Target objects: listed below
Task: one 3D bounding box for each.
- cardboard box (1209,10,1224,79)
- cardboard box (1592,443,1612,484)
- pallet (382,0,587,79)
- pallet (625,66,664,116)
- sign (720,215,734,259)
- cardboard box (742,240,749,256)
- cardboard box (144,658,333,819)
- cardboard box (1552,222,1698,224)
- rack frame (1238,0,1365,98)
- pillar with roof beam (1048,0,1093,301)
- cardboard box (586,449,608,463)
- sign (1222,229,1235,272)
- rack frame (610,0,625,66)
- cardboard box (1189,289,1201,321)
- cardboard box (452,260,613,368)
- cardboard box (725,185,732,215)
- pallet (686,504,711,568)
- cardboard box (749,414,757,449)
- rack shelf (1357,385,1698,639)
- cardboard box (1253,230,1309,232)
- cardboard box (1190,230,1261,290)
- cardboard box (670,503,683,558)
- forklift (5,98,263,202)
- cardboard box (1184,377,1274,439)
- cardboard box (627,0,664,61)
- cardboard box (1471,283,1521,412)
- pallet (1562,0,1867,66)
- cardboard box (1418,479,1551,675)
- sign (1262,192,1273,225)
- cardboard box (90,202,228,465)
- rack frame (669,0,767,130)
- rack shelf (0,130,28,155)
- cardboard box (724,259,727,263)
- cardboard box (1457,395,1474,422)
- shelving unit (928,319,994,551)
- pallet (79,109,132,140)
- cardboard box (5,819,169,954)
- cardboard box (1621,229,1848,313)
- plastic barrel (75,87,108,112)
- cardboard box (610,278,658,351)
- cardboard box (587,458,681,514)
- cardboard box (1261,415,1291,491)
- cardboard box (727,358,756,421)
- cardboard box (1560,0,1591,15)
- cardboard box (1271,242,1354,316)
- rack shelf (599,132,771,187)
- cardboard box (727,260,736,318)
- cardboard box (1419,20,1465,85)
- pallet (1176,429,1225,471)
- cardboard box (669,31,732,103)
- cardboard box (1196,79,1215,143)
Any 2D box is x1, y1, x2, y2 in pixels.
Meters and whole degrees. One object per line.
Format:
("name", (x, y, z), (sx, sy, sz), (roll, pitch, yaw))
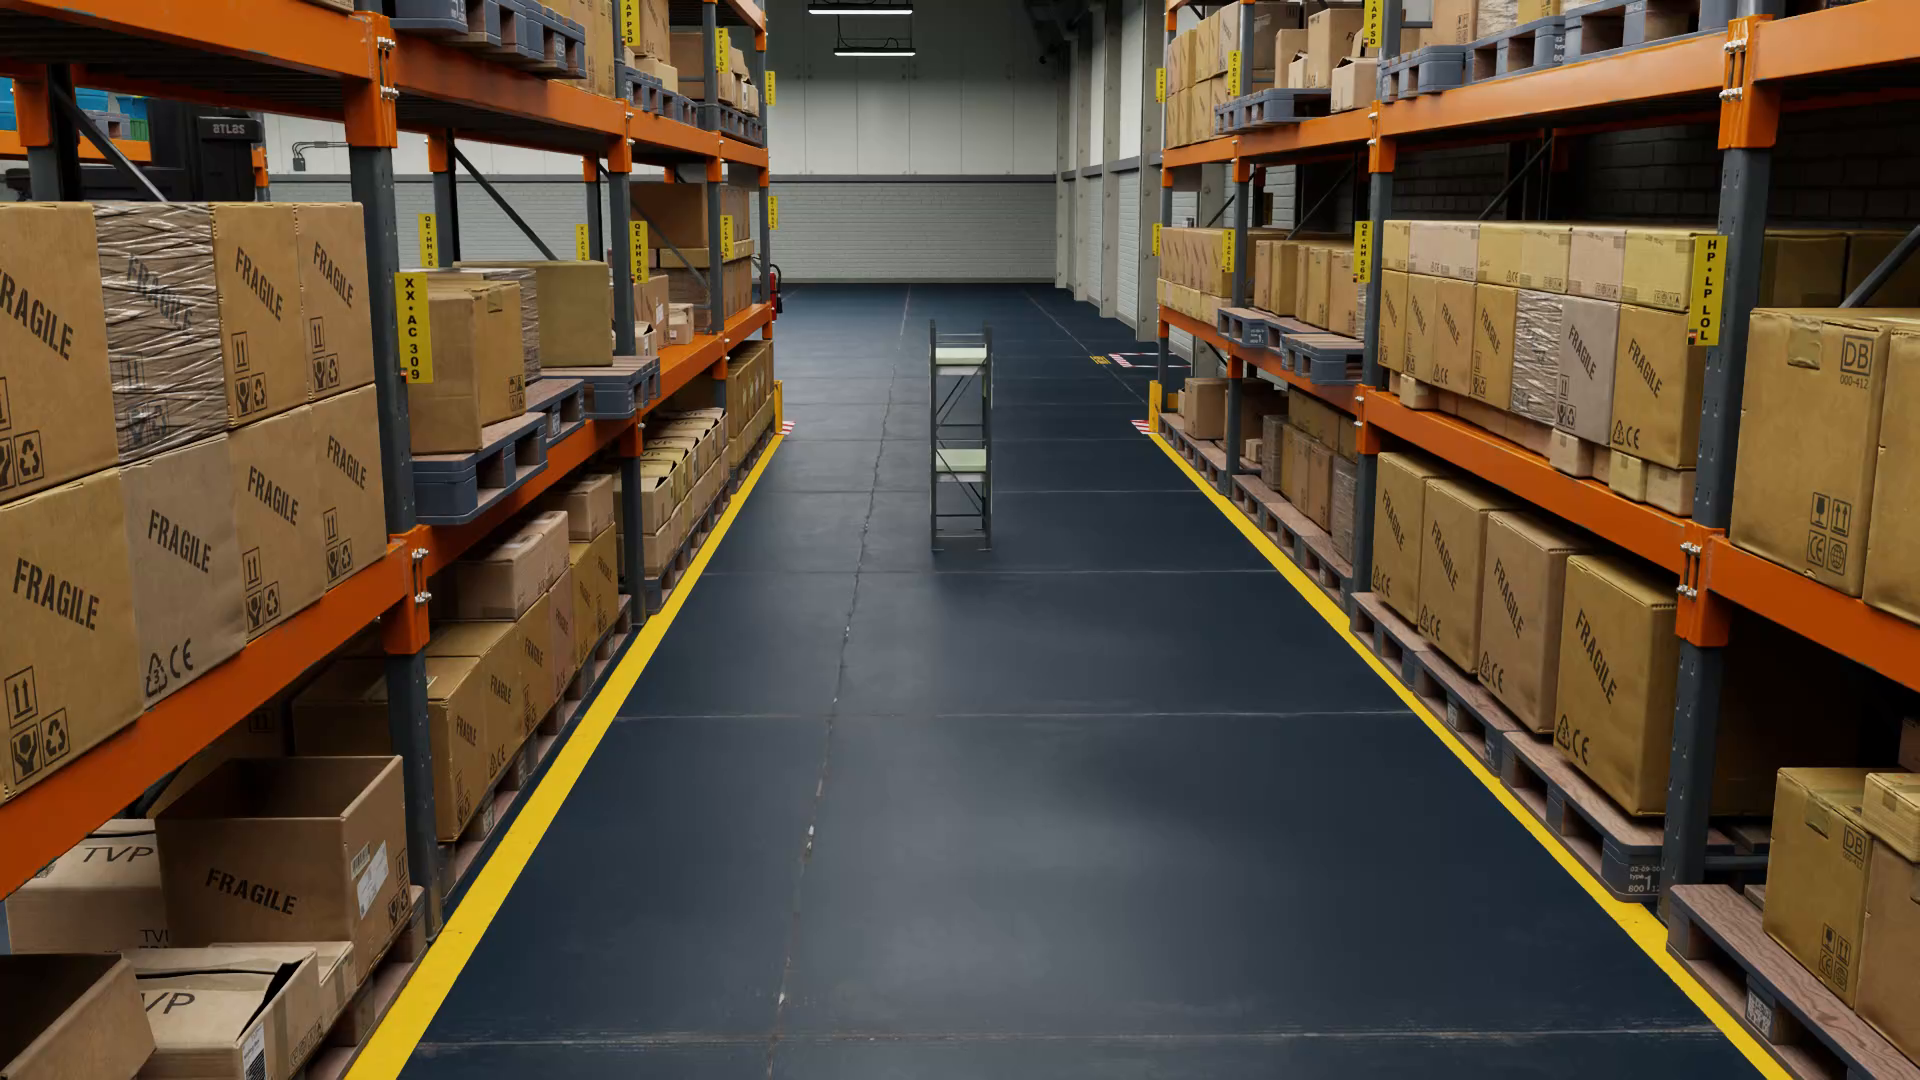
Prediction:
("cardboard box", (2.316, -4.039, 13.564), (0.500, 0.500, 0.500), (0, 11, 2))
("cardboard box", (2.506, -0.277, 5.960), (0.380, 0.149, 0.250), (0, 11, 1))
("pallet", (-2.136, -1.915, 6.383), (1.213, 0.211, 1.003), (0, 11, -1))
("pallet", (-2.354, -2.508, 9.309), (1.213, 0.211, 1.003), (0, 11, 1))
("sign", (-1.791, -2.324, 12.758), (0.100, 0.325, 0.005), (0, 11, -1))
("cardboard box", (-2.205, -2.775, 15.812), (0.380, 0.149, 0.250), (0, 11, -2))
("cardboard box", (-2.465, 0.711, 5.689), (0.500, 0.500, 0.500), (0, 11, -1))
("cardboard box", (2.985, -1.295, 7.464), (0.500, 0.250, 0.500), (-1, 11, -3))
("rack frame", (2.619, -4.753, 12.352), (1.000, 3.000, 0.127), (0, 11, -1))
("pillar with roof beam", (-1.384, -10.165, 39.032), (9.100, 9.000, 0.548), (0, 11, -1))
("cardboard box", (-2.532, -0.436, 10.613), (0.500, 0.311, 0.500), (0, 11, -2))
("sign", (2.077, -2.233, 12.844), (0.100, 0.325, 0.005), (0, 11, -1))
("rack frame", (-2.251, -3.936, 8.329), (1.000, 3.000, 0.127), (0, 11, -1))
("cardboard box", (2.279, -2.041, 14.401), (0.500, 0.250, 0.500), (0, 11, -1))
("cardboard box", (-2.125, -1.126, 8.259), (0.700, 0.500, 0.500), (-4, 12, -20))
("cardboard box", (-2.380, -2.864, 14.616), (0.700, 0.500, 0.500), (0, 11, -1))
("pallet", (-2.251, -0.035, 11.203), (1.003, 0.211, 1.213), (0, 11, -1))
("cardboard box", (-2.050, -0.942, 14.517), (0.500, 0.250, 0.500), (0, 11, -1))
("rack shelf", (2.743, -0.267, 7.141), (1.077, 0.370, 4.000), (0, 11, -1))
("cardboard box", (2.807, -2.413, 14.347), (0.500, 0.500, 0.500), (0, 11, 0))
("cardboard box", (2.285, -2.408, 14.327), (0.500, 0.500, 0.500), (-1, 11, -3))
("cardboard box", (-1.979, -0.060, 10.169), (0.500, 0.250, 0.500), (-1, 11, -3))
("forklift", (-5.067, -1.201, 10.105), (3.031, 2.935, 1.130), (-9, 15, -38))
("cardboard box", (2.438, -1.201, 15.115), (0.700, 0.500, 0.500), (-1, 12, -5))
("cardboard box", (-2.325, -3.525, 11.283), (0.500, 0.500, 0.500), (1, 12, 4))
("cardboard box", (2.485, -0.818, 6.997), (0.500, 0.500, 0.500), (0, 11, 0))
("pallet", (2.716, -1.781, 5.728), (0.805, 0.209, 1.217), (-1, 11, -3))
("cardboard box", (2.598, 0.151, 7.620), (0.750, 0.750, 0.750), (0, 11, -1))
("sign", (3.092, -3.328, 16.713), (0.100, 0.325, 0.005), (0, 11, -1))
("cardboard box", (-1.875, -0.439, 3.411), (0.500, 0.500, 0.500), (0, 11, -1))
("rack frame", (-2.416, -5.527, 16.168), (1.000, 3.000, 0.127), (0, 11, -1))
("rack shelf", (-7.244, -2.492, 10.562), (1.077, 0.370, 4.000), (0, 11, -1))
("cardboard box", (-2.167, -2.416, 14.039), (0.380, 0.149, 0.250), (-1, 11, -3))
("cardboard box", (2.537, -0.633, 7.718), (0.380, 0.149, 0.250), (0, 11, 0))
("shelving unit", (0.000, -0.736, 11.417), (0.431, 1.500, 0.755), (0, 11, -1))
("pallet", (-7.398, -3.292, 13.174), (1.213, 0.211, 1.003), (0, 11, -1))
("cardboard box", (-2.375, 0.985, 4.814), (0.500, 0.311, 0.500), (0, 11, -1))
("cardboard box", (2.519, -0.886, 5.447), (0.500, 0.250, 0.500), (0, 11, 0))
("plastic barrel", (-7.199, -3.892, 13.336), (0.600, 0.901, 0.708), (0, 11, -1))
("cardboard box", (-2.312, -1.483, 11.075), (0.500, 0.500, 0.500), (0, 11, -1))
("cardboard box", (-1.987, -0.339, 10.135), (0.500, 0.311, 0.500), (-1, 11, -3))
("cardboard box", (2.651, -0.657, 12.433), (0.700, 0.500, 0.500), (0, 11, 1))
("cardboard box", (-2.051, -1.309, 14.442), (0.500, 0.500, 0.500), (0, 11, -1))
("cardboard box", (2.854, -2.343, 6.659), (0.700, 0.500, 0.500), (0, 11, -1))
("cardboard box", (2.600, -1.865, 11.848), (0.700, 0.500, 0.500), (1, 12, 5))
("rack shelf", (-2.375, -3.306, 14.578), (1.077, 0.370, 4.000), (0, 11, -1))
("cardboard box", (-2.384, -2.235, 14.780), (0.700, 0.500, 0.500), (0, 11, 1))
("cardboard box", (2.917, -2.690, 9.430), (0.500, 0.500, 0.500), (0, 11, -1))
("pallet", (2.542, -0.822, 15.082), (1.003, 0.211, 1.213), (0, 11, -1))
("cardboard box", (-2.080, -3.686, 12.980), (0.500, 0.500, 0.500), (1, 11, 4))
("cardboard box", (2.315, -3.651, 14.166), (0.500, 0.500, 0.500), (-1, 11, -3))
